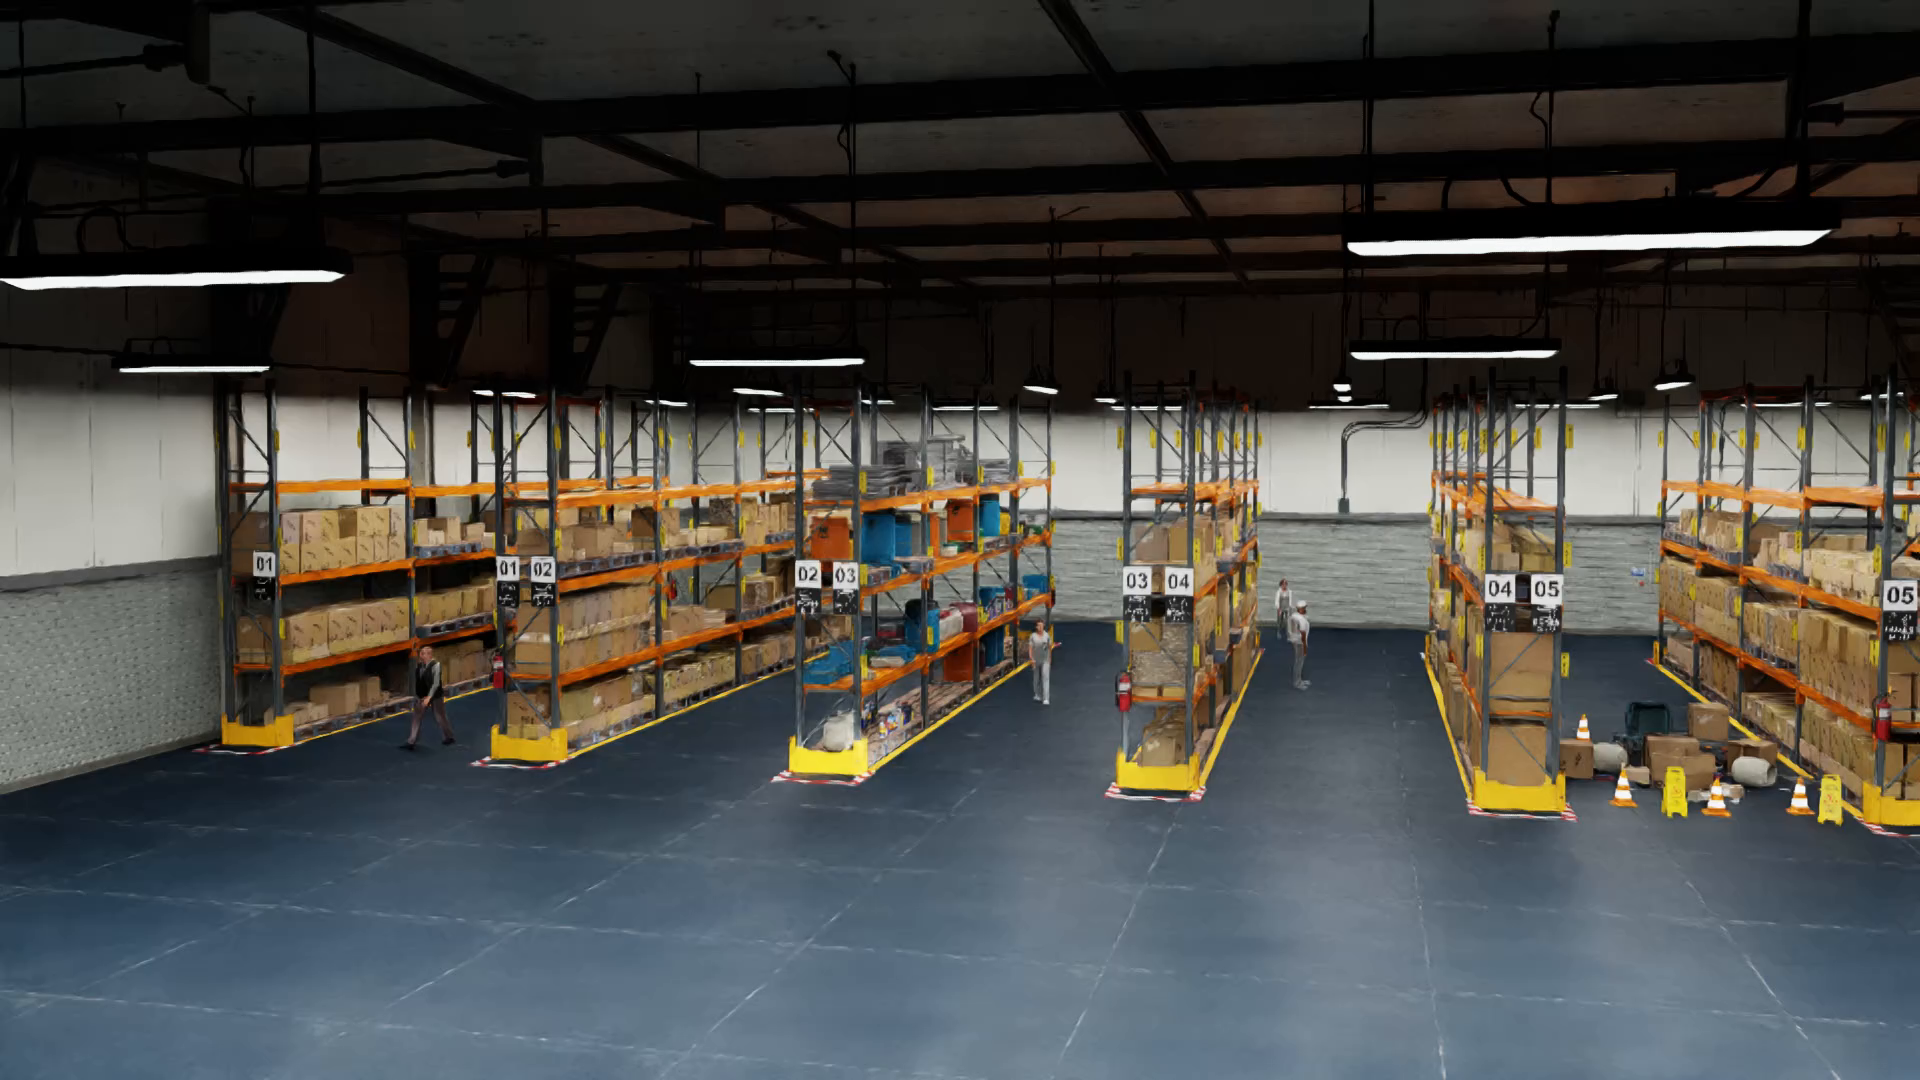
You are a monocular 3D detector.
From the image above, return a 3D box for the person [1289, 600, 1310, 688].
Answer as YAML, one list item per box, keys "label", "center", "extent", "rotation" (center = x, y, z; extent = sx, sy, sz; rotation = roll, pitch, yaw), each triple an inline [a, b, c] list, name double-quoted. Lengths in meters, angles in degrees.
- label: "person"
  center: [6.907, 2.086, 33.595]
  extent: [0.469, 1.758, 0.642]
  rotation: [0, 3, -7]

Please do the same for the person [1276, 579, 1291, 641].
- label: "person"
  center: [8.084, 1.728, 41.568]
  extent: [0.412, 1.533, 0.955]
  rotation: [0, 3, 5]

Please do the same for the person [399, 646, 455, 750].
- label: "person"
  center: [-8.614, 2.545, 26.948]
  extent: [0.539, 1.665, 1.031]
  rotation: [1, 4, 22]

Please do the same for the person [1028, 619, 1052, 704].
- label: "person"
  center: [1.517, 2.289, 31.601]
  extent: [0.444, 1.604, 1.016]
  rotation: [0, 3, 6]
